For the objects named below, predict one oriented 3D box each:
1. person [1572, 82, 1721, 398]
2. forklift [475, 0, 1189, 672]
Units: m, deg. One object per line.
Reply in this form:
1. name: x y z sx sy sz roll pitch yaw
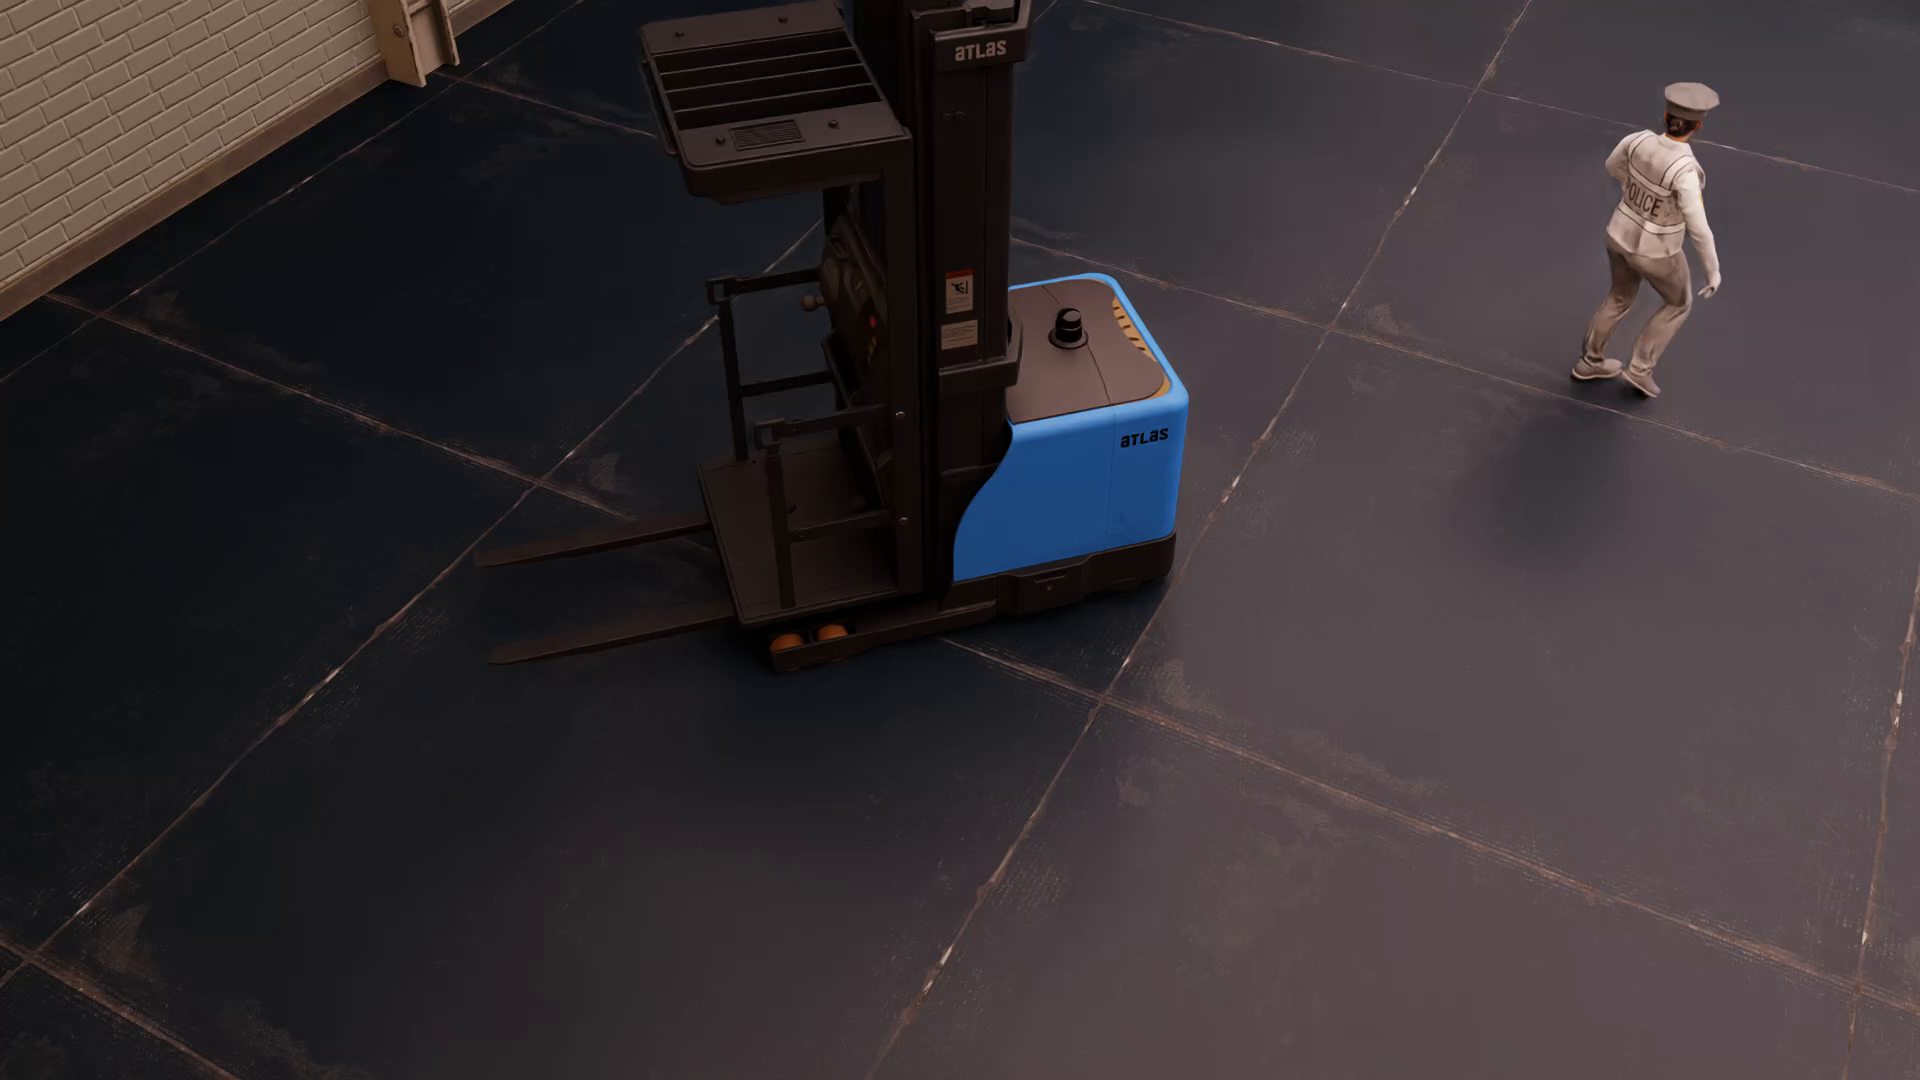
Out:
1. person: 3.383 -1.448 8.162 0.441 1.683 0.823 -15 45 -15
2. forklift: -0.609 -0.907 6.616 3.031 2.935 1.130 -12 45 -12
